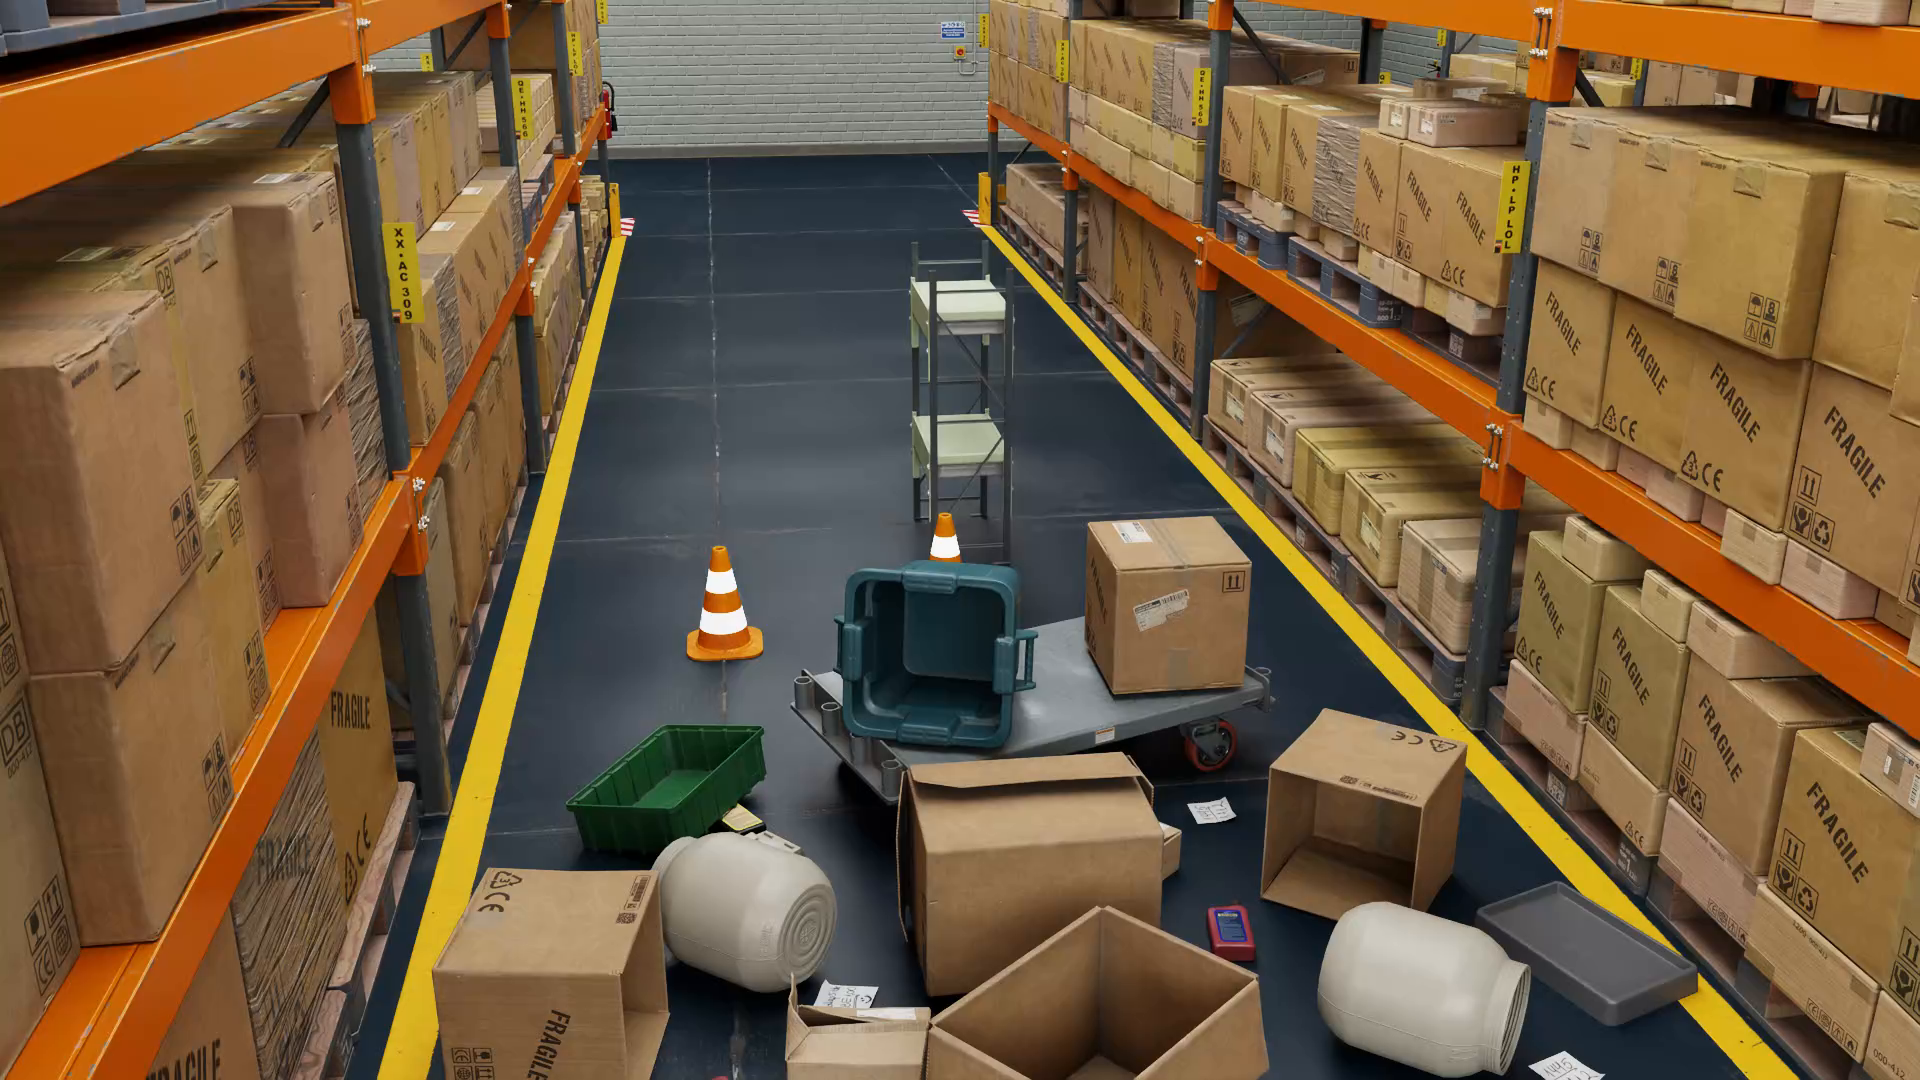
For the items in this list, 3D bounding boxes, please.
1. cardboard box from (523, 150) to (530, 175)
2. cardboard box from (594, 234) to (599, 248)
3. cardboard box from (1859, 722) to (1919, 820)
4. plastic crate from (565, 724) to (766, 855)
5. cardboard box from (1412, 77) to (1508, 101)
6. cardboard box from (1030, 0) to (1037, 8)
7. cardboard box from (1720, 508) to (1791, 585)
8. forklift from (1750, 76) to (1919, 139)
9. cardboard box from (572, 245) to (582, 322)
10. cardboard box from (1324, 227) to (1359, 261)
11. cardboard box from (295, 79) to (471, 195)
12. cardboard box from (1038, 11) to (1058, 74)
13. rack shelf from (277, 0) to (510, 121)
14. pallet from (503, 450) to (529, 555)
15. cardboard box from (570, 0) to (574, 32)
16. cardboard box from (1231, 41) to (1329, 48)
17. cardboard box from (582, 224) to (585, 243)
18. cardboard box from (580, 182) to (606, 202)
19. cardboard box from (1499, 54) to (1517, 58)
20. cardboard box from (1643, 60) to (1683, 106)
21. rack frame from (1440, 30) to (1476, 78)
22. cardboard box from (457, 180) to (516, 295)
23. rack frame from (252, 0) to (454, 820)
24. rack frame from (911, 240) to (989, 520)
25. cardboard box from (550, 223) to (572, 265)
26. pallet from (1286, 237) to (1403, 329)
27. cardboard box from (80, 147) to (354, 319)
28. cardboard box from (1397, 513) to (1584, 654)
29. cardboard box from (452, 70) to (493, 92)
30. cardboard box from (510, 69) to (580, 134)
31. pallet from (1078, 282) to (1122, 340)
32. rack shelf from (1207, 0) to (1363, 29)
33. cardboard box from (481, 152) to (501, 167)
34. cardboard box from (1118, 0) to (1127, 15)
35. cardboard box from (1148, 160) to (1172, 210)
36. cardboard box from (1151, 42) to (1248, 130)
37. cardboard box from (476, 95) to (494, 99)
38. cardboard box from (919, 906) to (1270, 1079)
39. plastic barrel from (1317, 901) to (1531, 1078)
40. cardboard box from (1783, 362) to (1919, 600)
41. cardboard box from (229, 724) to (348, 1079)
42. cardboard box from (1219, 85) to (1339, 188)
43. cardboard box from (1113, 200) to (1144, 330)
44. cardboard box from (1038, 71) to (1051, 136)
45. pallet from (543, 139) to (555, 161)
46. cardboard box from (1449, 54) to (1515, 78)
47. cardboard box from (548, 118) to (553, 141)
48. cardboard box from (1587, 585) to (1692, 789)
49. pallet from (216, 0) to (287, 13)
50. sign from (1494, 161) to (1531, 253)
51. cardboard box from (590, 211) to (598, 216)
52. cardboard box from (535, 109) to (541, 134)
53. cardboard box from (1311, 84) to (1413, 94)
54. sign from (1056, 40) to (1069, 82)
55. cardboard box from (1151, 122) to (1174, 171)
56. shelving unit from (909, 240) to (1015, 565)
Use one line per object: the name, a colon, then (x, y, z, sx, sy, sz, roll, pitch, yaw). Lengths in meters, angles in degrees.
cardboard box: (-2.955, -2.395, 10.600, 0.380, 0.149, 0.250, -2, 21, -6)
cardboard box: (-3.545, -2.793, 15.382, 0.380, 0.149, 0.250, -3, 21, -7)
cardboard box: (2.544, 0.576, 4.218, 0.380, 0.149, 0.250, -2, 21, -5)
plastic crate: (-1.033, 0.890, 5.982, 0.450, 0.188, 0.662, -2, 18, 24)
cardboard box: (2.468, -2.198, 8.220, 0.380, 0.149, 0.250, -4, 21, -10)
cardboard box: (0.845, -4.889, 15.019, 0.380, 0.149, 0.250, -3, 21, -8)
cardboard box: (2.432, 0.007, 4.768, 0.380, 0.149, 0.250, -3, 21, -7)
forklift: (4.623, -1.408, 8.297, 1.130, 2.935, 3.031, -3, 21, -8)
cardboard box: (-3.152, -1.946, 12.613, 0.500, 0.500, 0.500, -3, 21, -9)
cardboard box: (2.001, -1.459, 8.094, 0.380, 0.149, 0.250, -2, 21, -6)
cardboard box: (-2.802, -1.963, 8.114, 0.700, 0.500, 0.500, -3, 21, -9)
cardboard box: (0.970, -4.290, 14.342, 0.500, 0.500, 0.500, -3, 21, -9)
rack shelf: (-2.643, -2.155, 6.940, 1.077, 0.370, 4.000, -3, 21, -8)
pallet: (-2.892, -0.196, 8.940, 1.003, 0.211, 1.213, -3, 21, -8)
cardboard box: (-3.421, -4.166, 13.586, 0.500, 0.500, 0.500, -4, 21, -9)
cardboard box: (2.043, -2.933, 10.711, 0.500, 0.500, 0.500, -3, 21, -8)
cardboard box: (-3.333, -2.532, 13.833, 0.380, 0.149, 0.250, -2, 21, -5)
cardboard box: (-3.615, -3.345, 16.010, 0.380, 0.149, 0.250, -3, 21, -9)
cardboard box: (6.040, -5.009, 17.628, 0.500, 0.250, 0.500, -2, 21, -6)
cardboard box: (6.136, -3.765, 13.767, 0.700, 0.500, 0.500, -2, 21, -6)
rack frame: (5.711, -5.085, 18.045, 1.000, 3.000, 0.127, -3, 21, -8)
cardboard box: (-2.530, -1.511, 8.331, 0.500, 0.500, 0.500, -3, 21, -8)
rack frame: (-2.354, -0.394, 5.485, 1.000, 3.000, 0.127, -3, 21, -8)
rack frame: (-0.052, -0.827, 8.787, 0.400, 1.500, 0.023, -3, 21, -8)
cardboard box: (-3.089, -2.117, 11.999, 0.500, 0.250, 0.500, -2, 21, -5)
pallet: (2.279, -1.291, 8.159, 1.003, 0.211, 1.213, -3, 21, -8)
cardboard box: (-2.335, -0.841, 4.923, 0.875, 0.550, 0.550, -3, 21, -8)
cardboard box: (2.451, 0.174, 7.119, 0.950, 0.372, 0.625, -3, 21, -7)
cardboard box: (-3.857, -3.504, 13.241, 0.500, 0.500, 0.500, -3, 21, -8)
cardboard box: (-3.330, -3.535, 13.324, 0.500, 0.500, 0.500, -3, 21, -9)
pallet: (1.562, -1.879, 13.446, 1.003, 0.211, 1.213, -3, 21, -8)
rack shelf: (1.664, -3.825, 11.410, 1.077, 0.370, 4.000, -3, 21, -8)
cardboard box: (-2.802, -2.175, 9.586, 0.380, 0.149, 0.250, -2, 21, -5)
cardboard box: (1.535, -4.478, 13.920, 0.380, 0.149, 0.250, -3, 21, -7)
cardboard box: (1.534, -2.332, 10.886, 0.500, 0.250, 0.500, -3, 21, -7)
cardboard box: (1.537, -2.922, 10.681, 0.500, 0.500, 0.500, -3, 21, -7)
cardboard box: (-3.029, -2.848, 10.964, 0.380, 0.149, 0.250, -3, 21, -9)
cardboard box: (0.348, 1.395, 4.262, 0.637, 0.503, 0.797, 17, 27, 39)
plastic barrel: (1.310, 1.274, 4.700, 0.512, 0.421, 0.421, 12, 24, 30)
cardboard box: (2.564, -0.178, 4.337, 0.500, 0.500, 0.500, -3, 21, -7)
cardboard box: (-2.199, 0.938, 4.355, 0.875, 0.875, 0.875, -3, 21, -7)
cardboard box: (1.789, -2.279, 9.363, 0.500, 0.500, 0.500, -4, 21, -9)
cardboard box: (1.683, -2.127, 12.561, 0.875, 0.875, 0.875, -2, 21, -6)
cardboard box: (0.977, -3.821, 14.517, 0.500, 0.500, 0.500, -3, 21, -9)
pallet: (-3.541, -2.802, 12.206, 1.003, 0.211, 1.213, -3, 21, -8)
cardboard box: (5.510, -4.984, 17.562, 0.500, 0.250, 0.500, -3, 21, -7)
cardboard box: (-3.216, -3.026, 12.289, 0.380, 0.149, 0.250, -3, 21, -7)
cardboard box: (2.436, 0.464, 5.445, 0.500, 0.500, 0.500, -2, 21, -6)
pallet: (-2.247, -1.474, 4.216, 1.003, 0.211, 1.213, -3, 21, -8)
sign: (1.981, -1.192, 5.966, 0.100, 0.325, 0.005, -3, 21, -8)
cardboard box: (-3.543, -2.933, 15.331, 0.380, 0.149, 0.250, -2, 21, -5)
cardboard box: (-3.103, -2.893, 11.508, 0.380, 0.149, 0.250, -4, 21, -11)
cardboard box: (2.293, -2.303, 9.428, 0.500, 0.500, 0.500, -4, 21, -9)
sign: (0.827, -3.863, 13.421, 0.100, 0.325, 0.005, -3, 21, -8)
cardboard box: (1.554, -2.560, 10.783, 0.500, 0.250, 0.500, -3, 21, -9)
shelving unit: (0.001, -0.700, 8.448, 0.431, 1.500, 0.755, -3, 21, -8)
